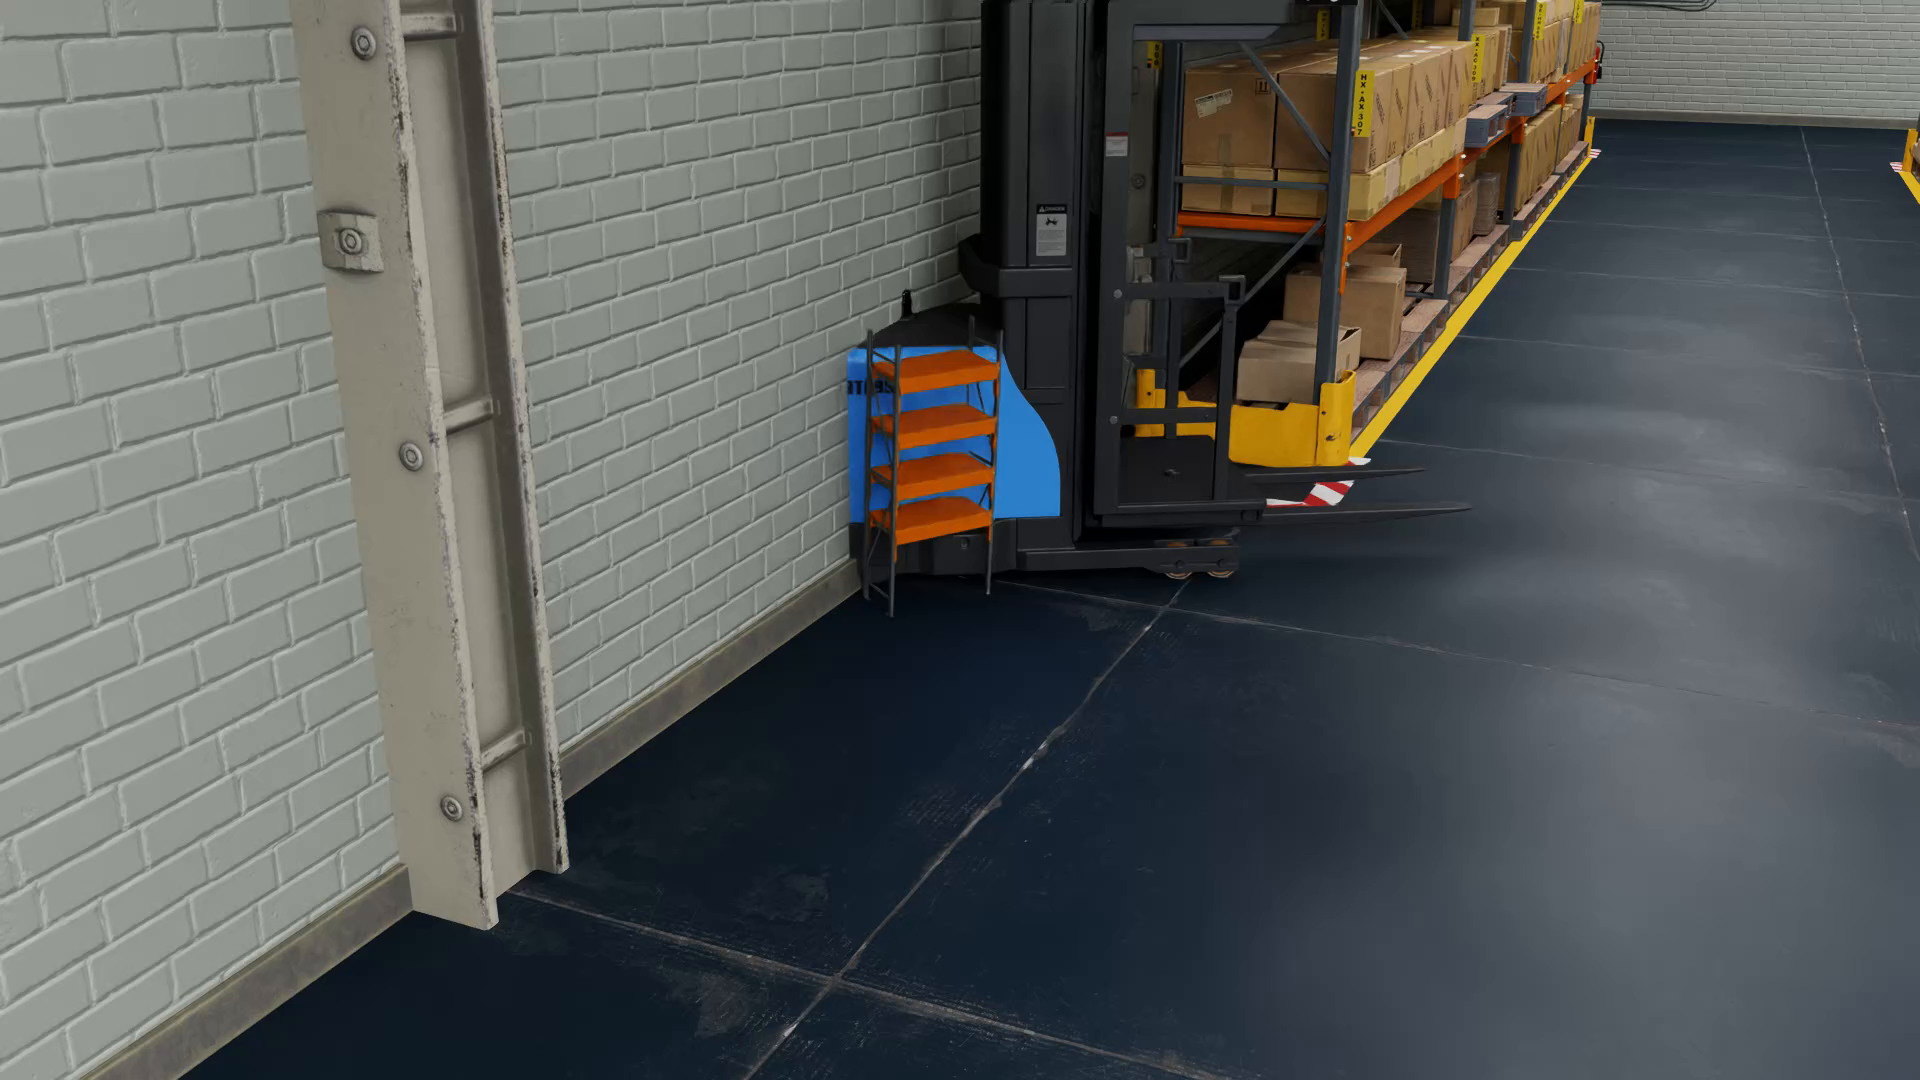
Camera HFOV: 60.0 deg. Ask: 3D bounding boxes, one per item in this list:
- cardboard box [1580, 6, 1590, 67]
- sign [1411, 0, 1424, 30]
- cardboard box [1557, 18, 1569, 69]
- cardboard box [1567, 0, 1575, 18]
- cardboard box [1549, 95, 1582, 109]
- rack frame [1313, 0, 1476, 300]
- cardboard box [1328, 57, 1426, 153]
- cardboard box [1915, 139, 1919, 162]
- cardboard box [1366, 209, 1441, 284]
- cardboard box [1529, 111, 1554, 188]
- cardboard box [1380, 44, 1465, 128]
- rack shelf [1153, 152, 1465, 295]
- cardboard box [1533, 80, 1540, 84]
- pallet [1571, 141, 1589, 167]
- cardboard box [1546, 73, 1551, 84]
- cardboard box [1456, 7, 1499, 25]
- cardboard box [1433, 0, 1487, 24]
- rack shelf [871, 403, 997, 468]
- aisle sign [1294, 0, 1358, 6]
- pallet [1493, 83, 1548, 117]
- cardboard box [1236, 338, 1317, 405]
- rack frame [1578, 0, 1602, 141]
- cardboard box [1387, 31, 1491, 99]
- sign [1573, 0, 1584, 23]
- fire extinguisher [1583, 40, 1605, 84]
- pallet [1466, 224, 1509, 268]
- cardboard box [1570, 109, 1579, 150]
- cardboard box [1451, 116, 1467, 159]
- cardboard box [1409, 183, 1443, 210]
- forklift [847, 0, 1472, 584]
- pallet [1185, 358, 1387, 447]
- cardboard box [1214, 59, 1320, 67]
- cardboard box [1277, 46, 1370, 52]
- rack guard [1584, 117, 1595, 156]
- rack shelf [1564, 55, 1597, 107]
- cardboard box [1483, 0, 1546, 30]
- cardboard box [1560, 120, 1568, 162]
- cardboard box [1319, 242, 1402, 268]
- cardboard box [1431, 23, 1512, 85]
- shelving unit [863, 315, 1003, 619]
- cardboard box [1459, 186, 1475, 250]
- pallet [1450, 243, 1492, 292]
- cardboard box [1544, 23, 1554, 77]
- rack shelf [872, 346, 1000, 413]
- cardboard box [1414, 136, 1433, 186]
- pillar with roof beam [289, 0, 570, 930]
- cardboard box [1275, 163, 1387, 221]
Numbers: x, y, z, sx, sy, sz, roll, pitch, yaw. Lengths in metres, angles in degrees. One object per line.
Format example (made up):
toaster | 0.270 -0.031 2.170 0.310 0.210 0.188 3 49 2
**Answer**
cardboard box | 7.280 -6.289 20.727 0.980 0.700 0.700 7 21 20
sign | 4.304 -4.935 15.642 0.100 0.325 0.005 9 21 23
cardboard box | 6.291 -5.401 18.056 0.500 0.500 0.500 9 21 23
cardboard box | 6.492 -5.910 18.367 0.500 0.250 0.500 9 22 24
cardboard box | 7.902 -5.716 21.700 0.380 0.149 0.250 9 22 24
rack frame | 3.174 -3.092 12.186 1.000 3.000 0.127 9 21 23
cardboard box | 2.434 -2.573 9.801 0.500 0.500 0.500 8 21 21
cardboard box | 11.922 -4.713 20.192 0.500 0.250 0.500 9 21 23
cardboard box | 3.460 -2.349 13.170 0.700 0.500 0.500 9 22 25
cardboard box | 5.941 -4.234 17.978 0.750 0.750 0.750 9 22 24
cardboard box | 3.063 -3.044 11.125 0.500 0.500 0.500 8 21 22
rack shelf | 2.355 -2.142 10.588 1.077 0.370 4.000 9 21 23
cardboard box | 5.455 -4.420 16.266 0.380 0.149 0.250 9 22 24
pallet | 7.832 -5.191 22.251 1.003 0.211 1.213 9 21 23
cardboard box | 6.125 -4.978 17.836 0.380 0.149 0.250 9 21 23
cardboard box | 4.698 -4.765 15.117 0.380 0.149 0.250 6 20 16
cardboard box | 4.761 -5.039 15.919 0.500 0.250 0.500 9 22 24
rack shelf | -0.116 -0.449 6.945 0.480 0.148 0.258 -12 28 -30
aisle sign | 1.780 -3.031 8.135 0.394 0.787 0.004 9 21 23
pallet | 4.617 -3.992 15.003 1.213 0.211 1.003 9 21 23
cardboard box | 1.901 -1.009 9.685 0.500 0.311 0.500 6 20 17
rack frame | 8.088 -6.760 22.501 1.000 3.000 0.127 9 21 23
cardboard box | 3.890 -3.873 13.576 0.700 0.500 0.500 12 23 30
sign | 6.949 -5.974 18.681 0.100 0.325 0.005 9 21 23
fire extinguisher | 8.570 -6.531 22.528 0.296 0.674 0.183 9 21 23
pallet | 4.490 -2.762 15.421 1.003 0.211 1.213 9 21 23
cardboard box | 7.687 -5.400 21.779 0.700 0.500 0.500 8 21 23
cardboard box | 3.256 -2.844 11.684 0.500 0.250 0.500 9 21 23
cardboard box | 3.637 -2.837 13.425 0.500 0.250 0.500 8 21 22
forklift | 0.839 -1.378 7.470 3.031 2.935 1.130 -2 20 -6
pallet | 1.932 -0.822 9.965 1.003 0.211 1.213 9 21 23
cardboard box | 1.750 -2.487 9.560 0.500 0.500 0.500 9 21 23
cardboard box | 2.366 -2.960 10.889 0.500 0.500 0.500 9 22 24
rack guard | 8.097 -5.590 22.940 1.175 0.500 0.348 9 21 23
rack shelf | 7.269 -5.810 20.902 1.077 0.370 4.000 9 21 23
cardboard box | 5.245 -4.977 15.744 0.500 0.250 0.500 9 22 24
cardboard box | 7.058 -4.925 20.445 0.700 0.500 0.500 8 21 22
cardboard box | 2.785 -1.799 11.624 0.500 0.500 0.500 7 21 19
cardboard box | 4.628 -4.424 15.126 0.700 0.500 0.500 6 20 16
shelving unit | -0.122 -0.306 7.007 0.503 1.200 0.258 -12 28 -30
cardboard box | 4.070 -2.820 14.495 0.700 0.500 0.500 8 21 22
pallet | 3.989 -2.391 14.376 1.003 0.211 1.213 9 21 23
cardboard box | 5.671 -4.935 16.746 0.500 0.500 0.500 8 21 22
rack shelf | -0.107 -0.666 6.850 0.480 0.148 0.258 -12 28 -30
cardboard box | 2.648 -2.383 10.388 0.500 0.250 0.500 9 21 23
pillar with roof beam | 2.504 -2.603 1.860 9.100 9.000 0.400 9 21 23
cardboard box | 2.025 -1.913 9.067 0.500 0.250 0.500 8 21 21
